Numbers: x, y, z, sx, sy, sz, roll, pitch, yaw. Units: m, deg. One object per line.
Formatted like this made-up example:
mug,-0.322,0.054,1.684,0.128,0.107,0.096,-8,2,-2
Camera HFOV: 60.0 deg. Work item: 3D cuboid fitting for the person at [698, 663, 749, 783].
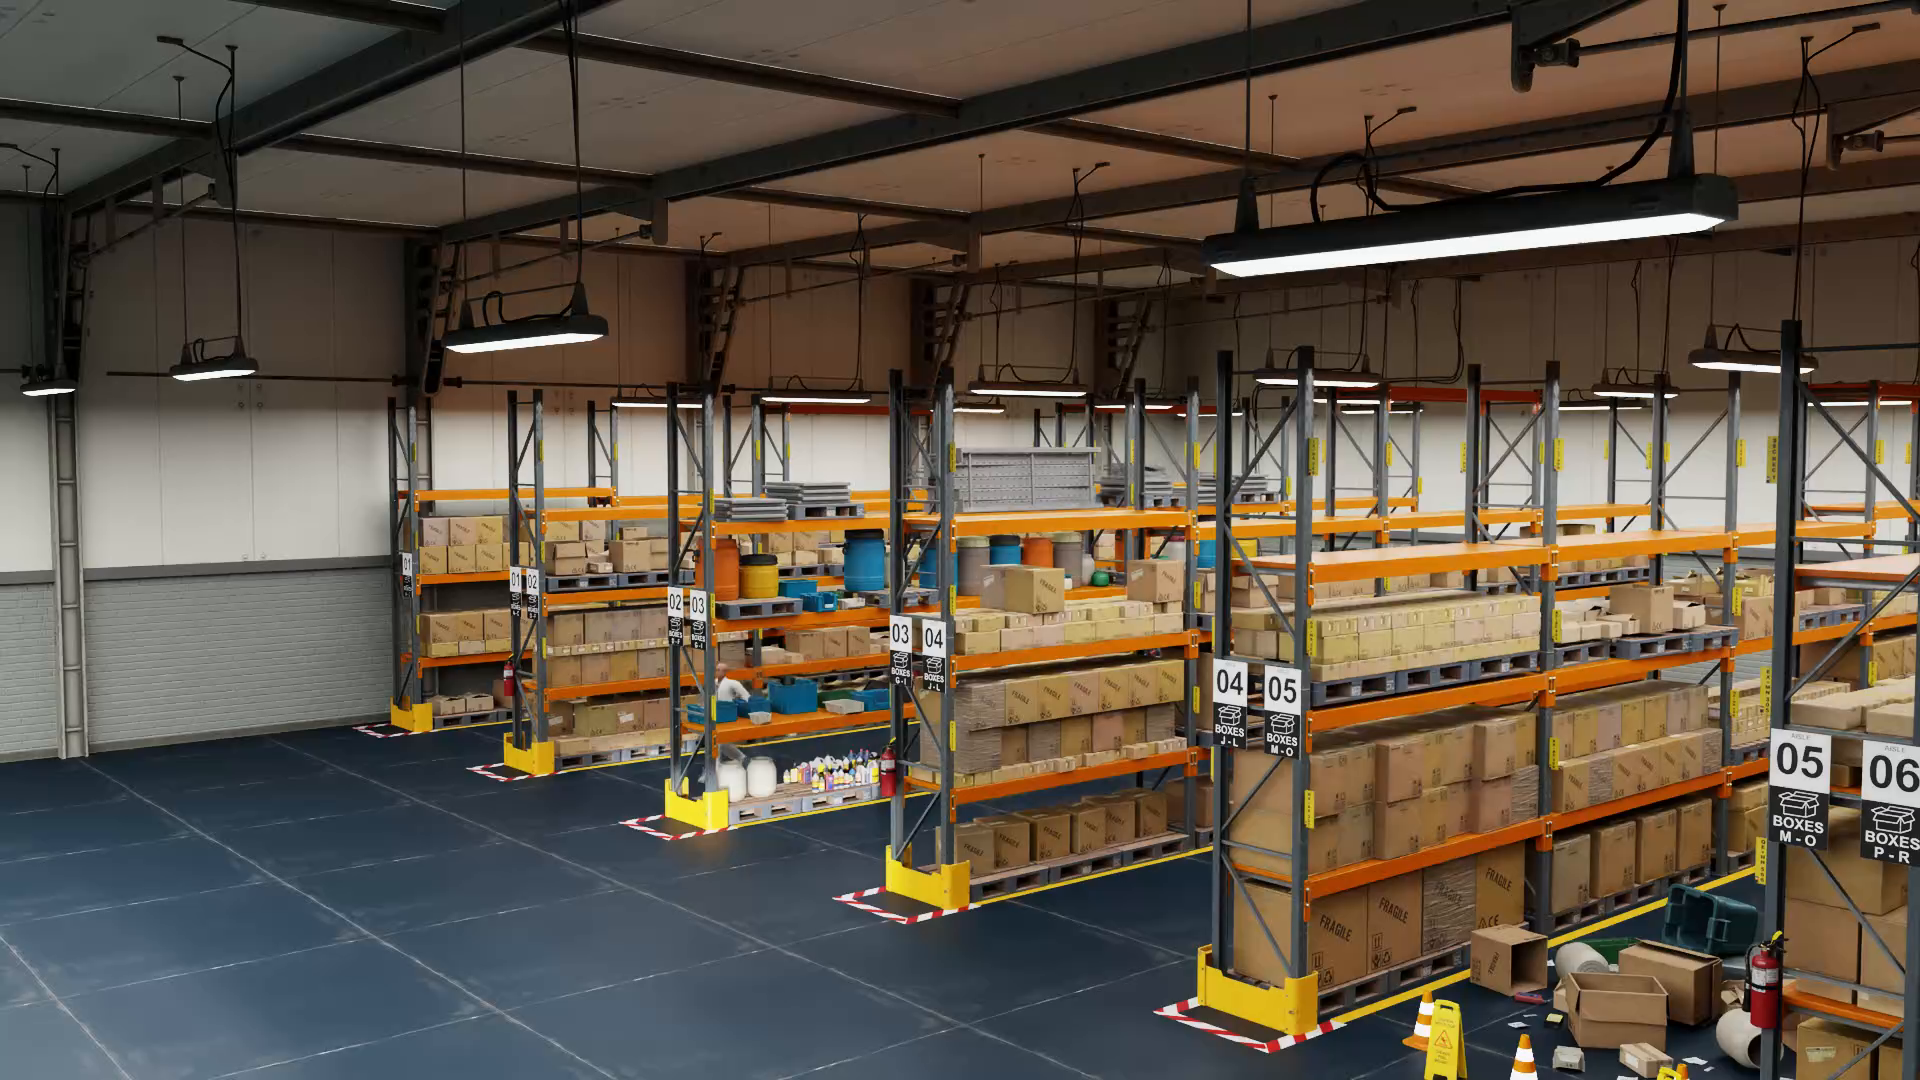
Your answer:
person,-3.645,2.757,25.456,0.720,1.763,1.063,3,4,39
